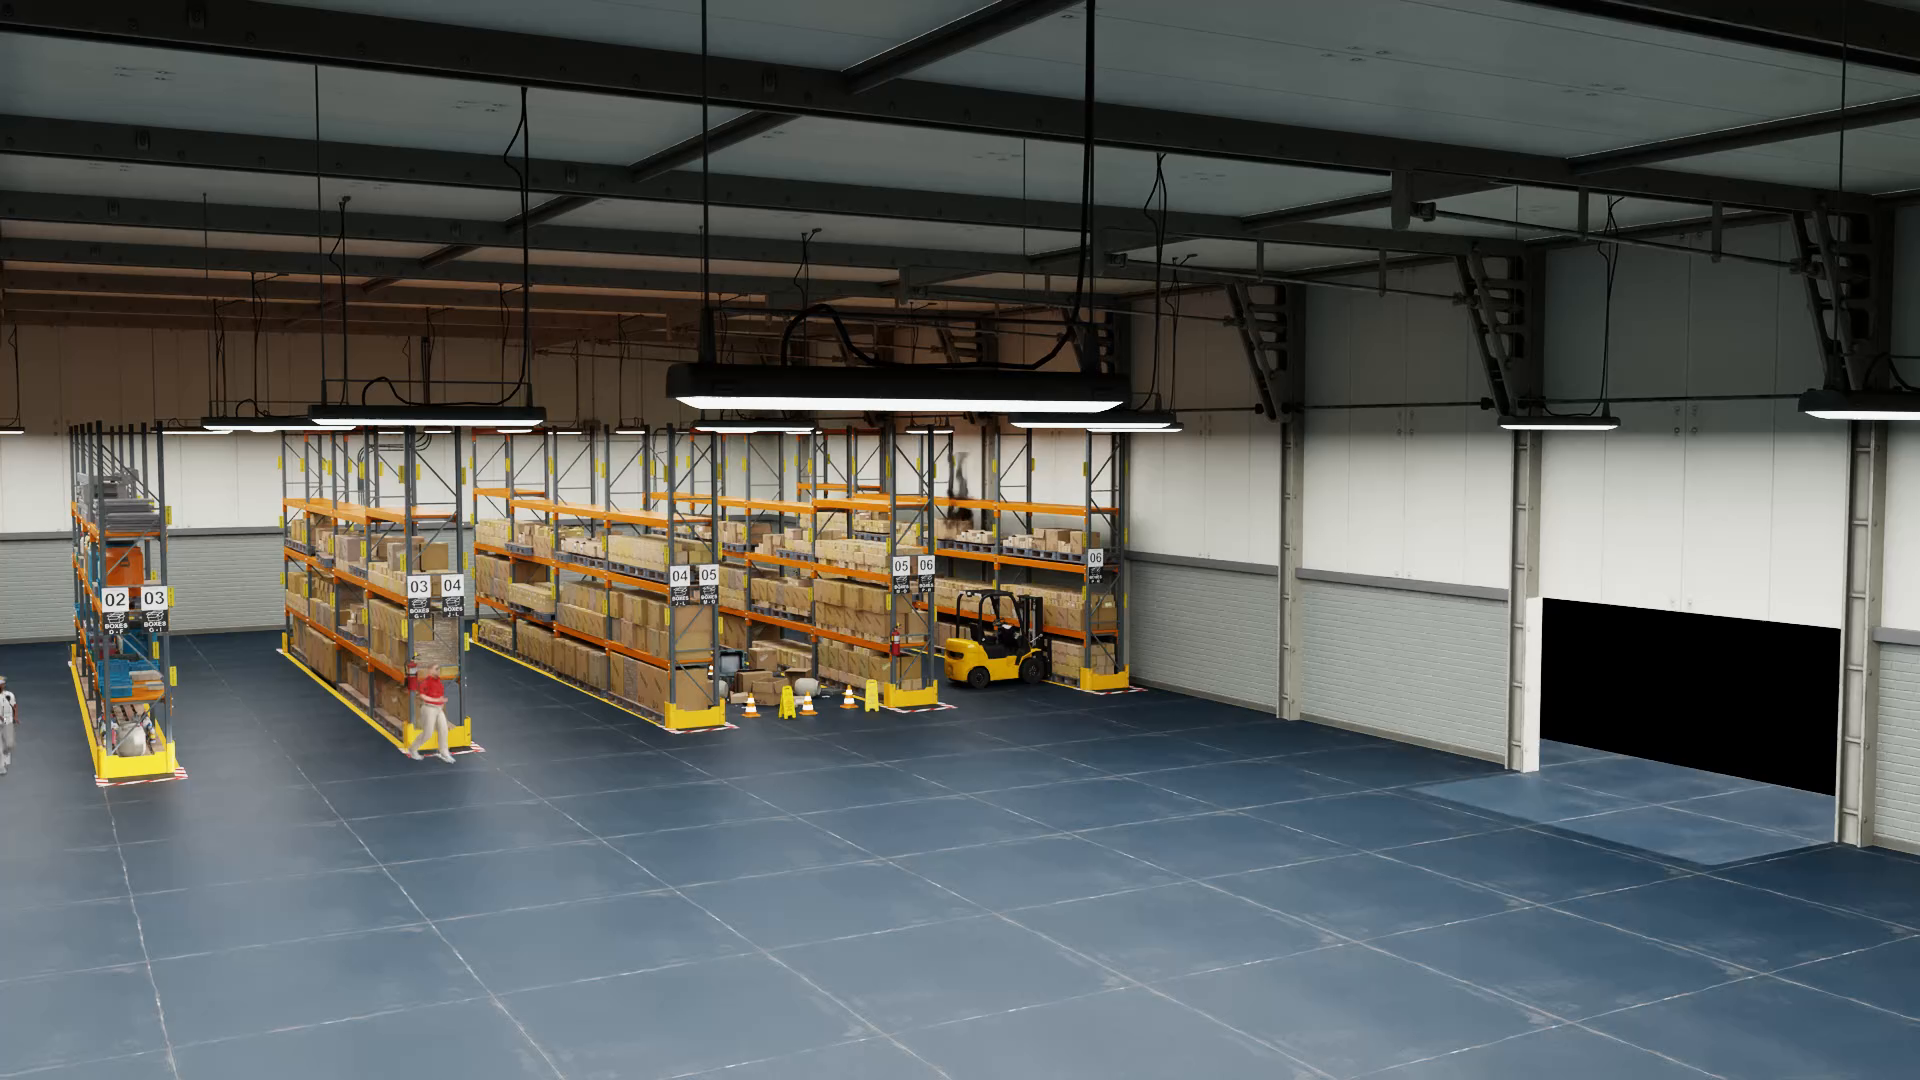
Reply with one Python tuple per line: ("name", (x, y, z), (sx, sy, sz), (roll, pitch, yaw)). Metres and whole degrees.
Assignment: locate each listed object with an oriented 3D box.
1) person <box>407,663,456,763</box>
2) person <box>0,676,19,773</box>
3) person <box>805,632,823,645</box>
("person", (-9.314, 3.054, 29.302), (0.863, 1.773, 0.678), (1, 4, 13))
("person", (-16.335, 3.145, 28.366), (0.569, 1.661, 0.529), (-3, 5, -42))
("person", (-3.893, 2.159, 44.069), (0.621, 1.725, 0.856), (-2, 4, -28))
